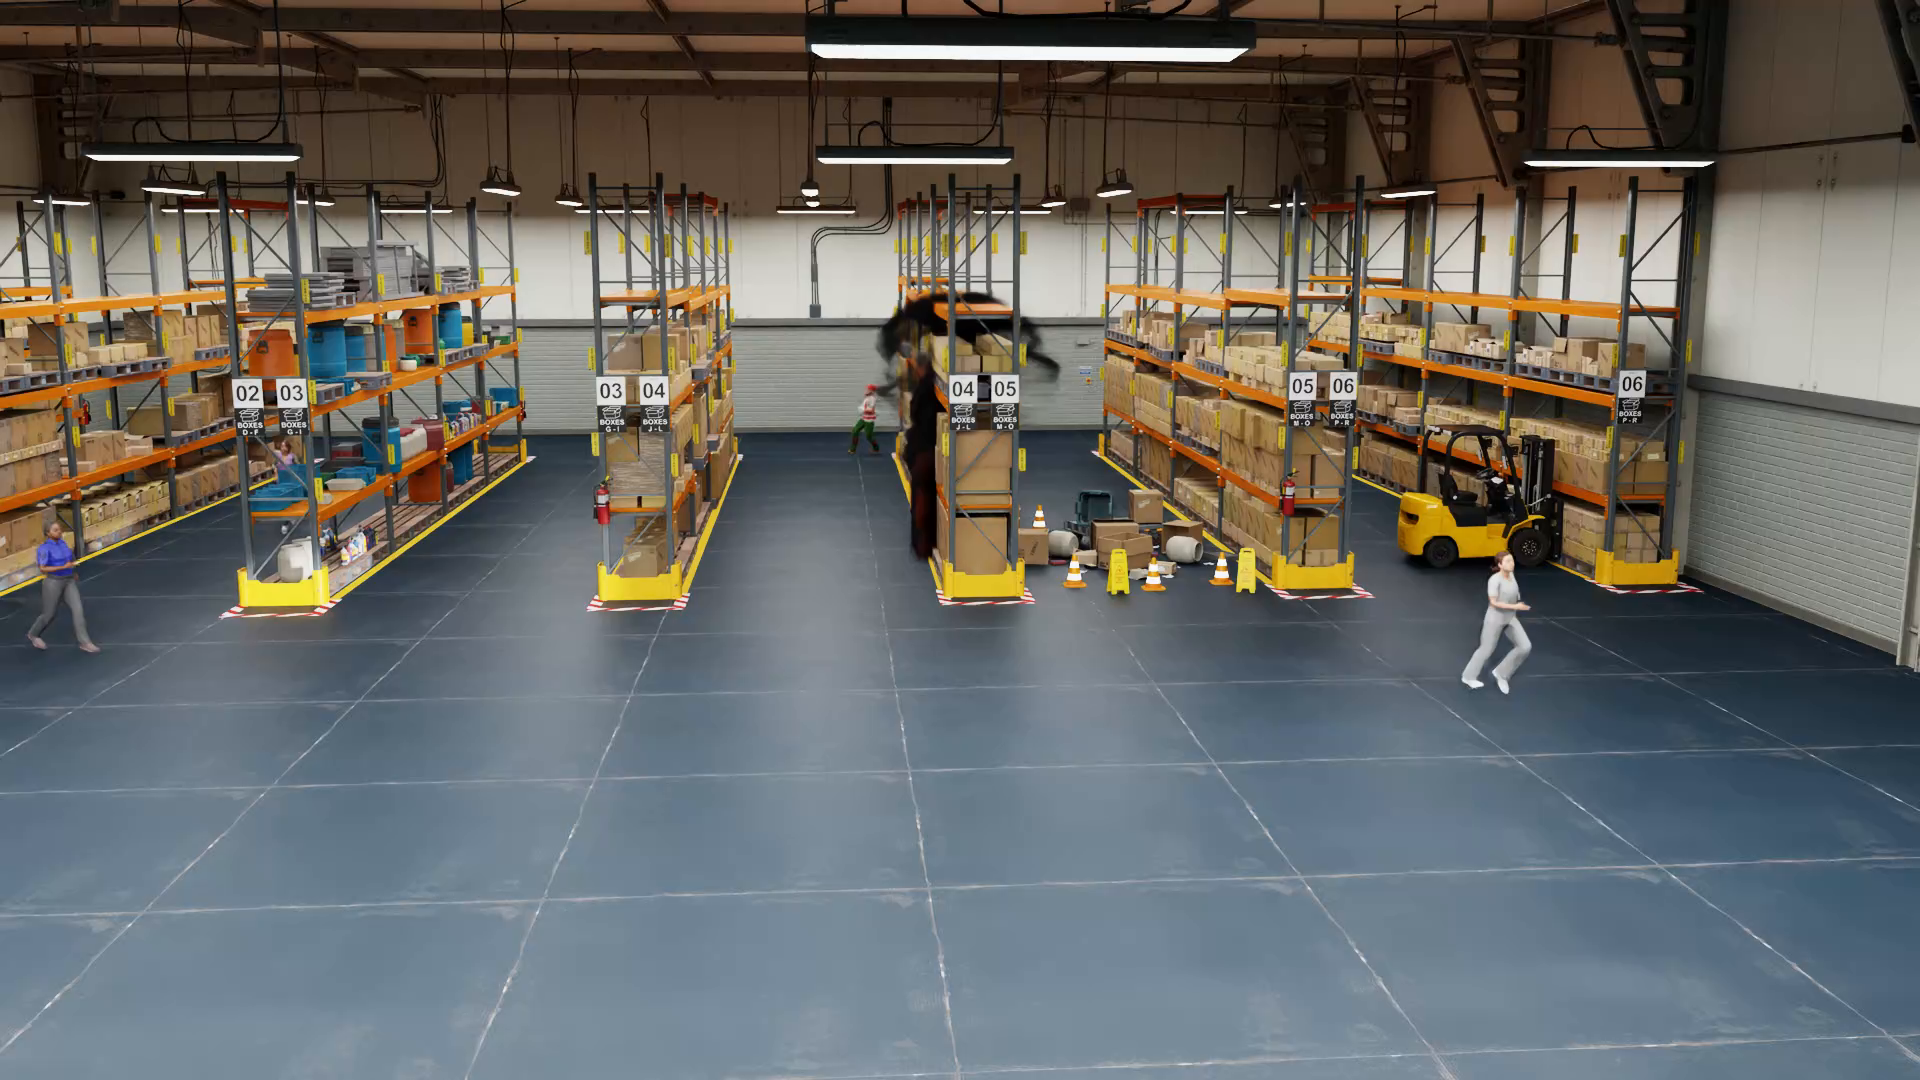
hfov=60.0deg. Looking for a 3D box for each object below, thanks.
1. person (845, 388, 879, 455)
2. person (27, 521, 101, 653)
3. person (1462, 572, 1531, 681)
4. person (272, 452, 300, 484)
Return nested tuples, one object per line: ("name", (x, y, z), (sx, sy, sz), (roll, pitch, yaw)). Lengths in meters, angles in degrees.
("person", (-2.292, -2.888, 40.351), (0.888, 1.689, 0.675), (-6, 12, -29))
("person", (-11.126, 0.575, 20.545), (0.932, 1.641, 0.583), (3, 11, 19))
("person", (6.049, 0.984, 18.727), (0.527, 1.313, 0.739), (-6, 12, -31))
("person", (-11.953, -1.271, 29.511), (0.539, 0.574, 0.412), (-2, 10, -12))
